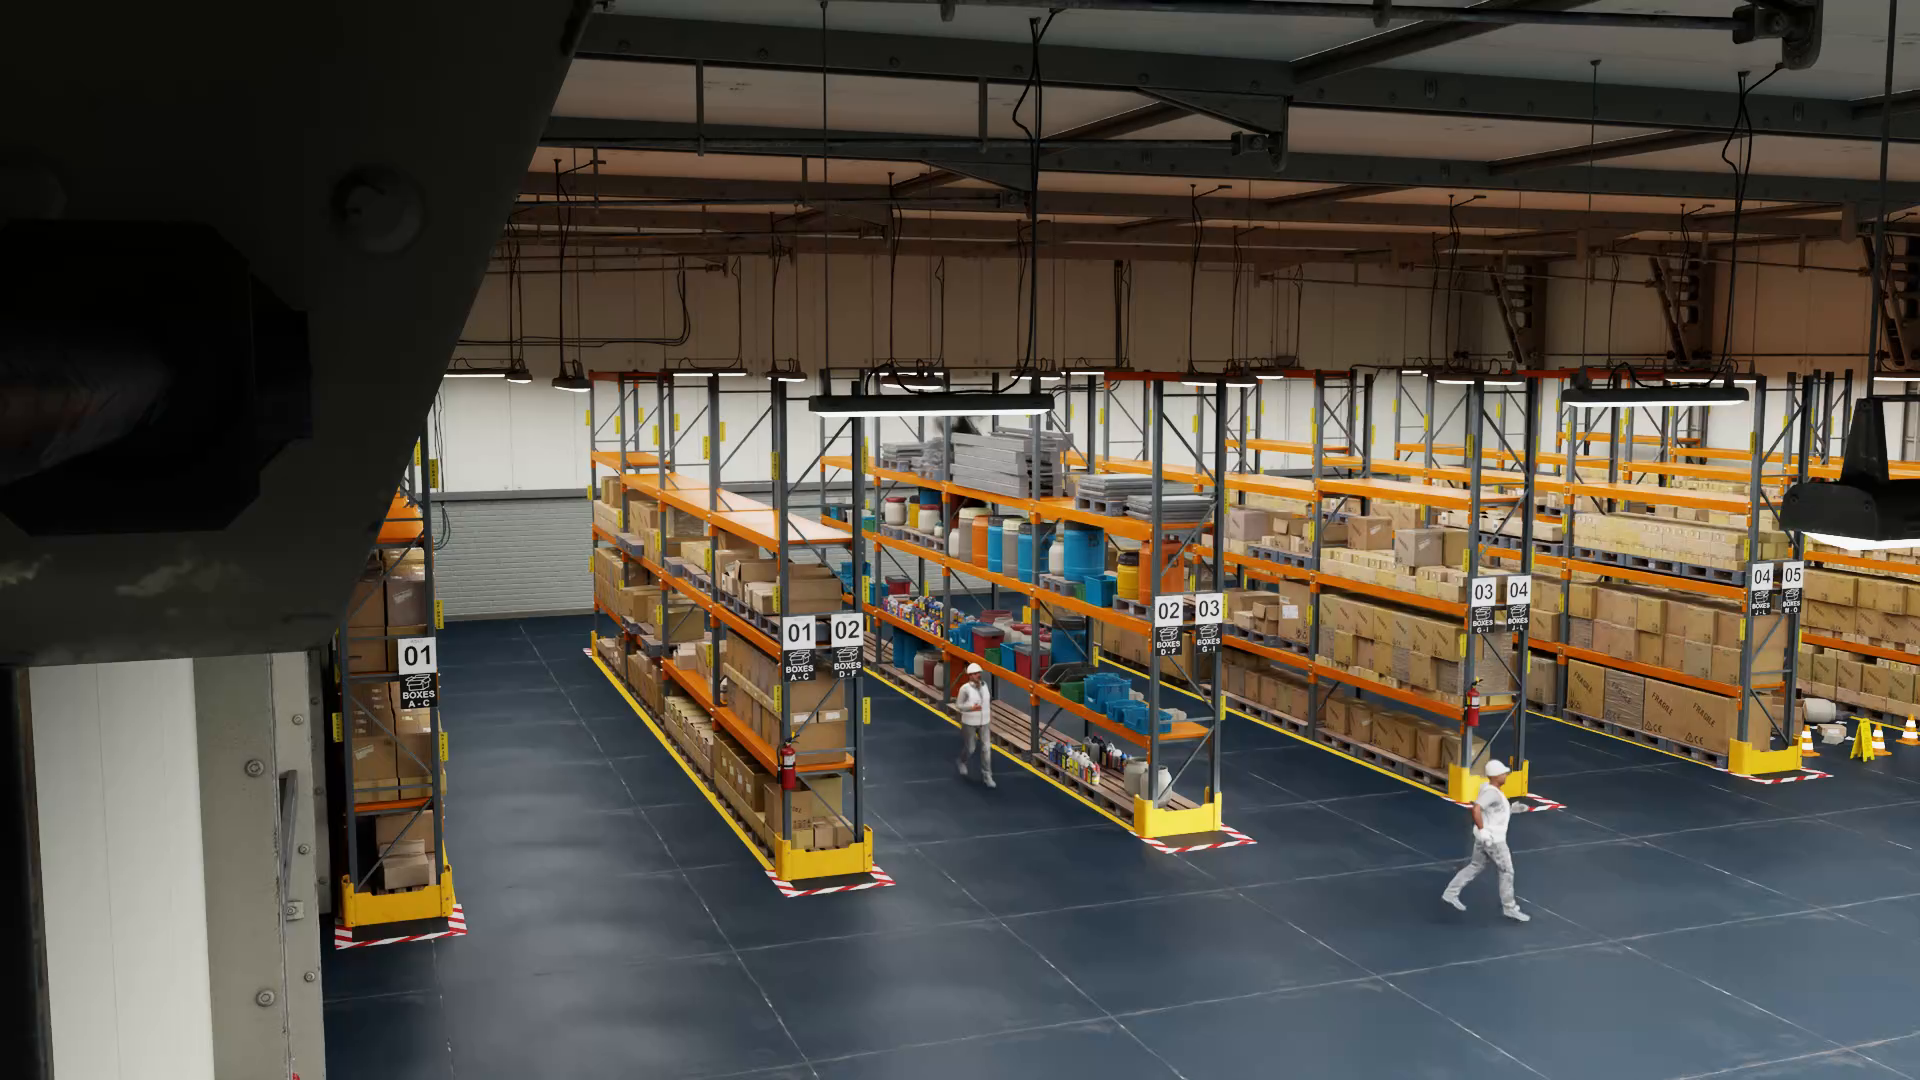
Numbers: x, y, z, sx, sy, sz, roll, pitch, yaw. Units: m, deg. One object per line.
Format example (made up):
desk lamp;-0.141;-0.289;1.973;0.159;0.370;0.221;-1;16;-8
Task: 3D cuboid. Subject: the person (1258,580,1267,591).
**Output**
person;7.561;0.991;41.408;0.586;1.441;0.625;3;7;24

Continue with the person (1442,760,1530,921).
person;5.903;3.346;18.582;0.956;1.803;0.674;0;6;4

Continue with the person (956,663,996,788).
person;0.230;2.695;24.497;0.657;1.776;0.950;-3;7;-27
